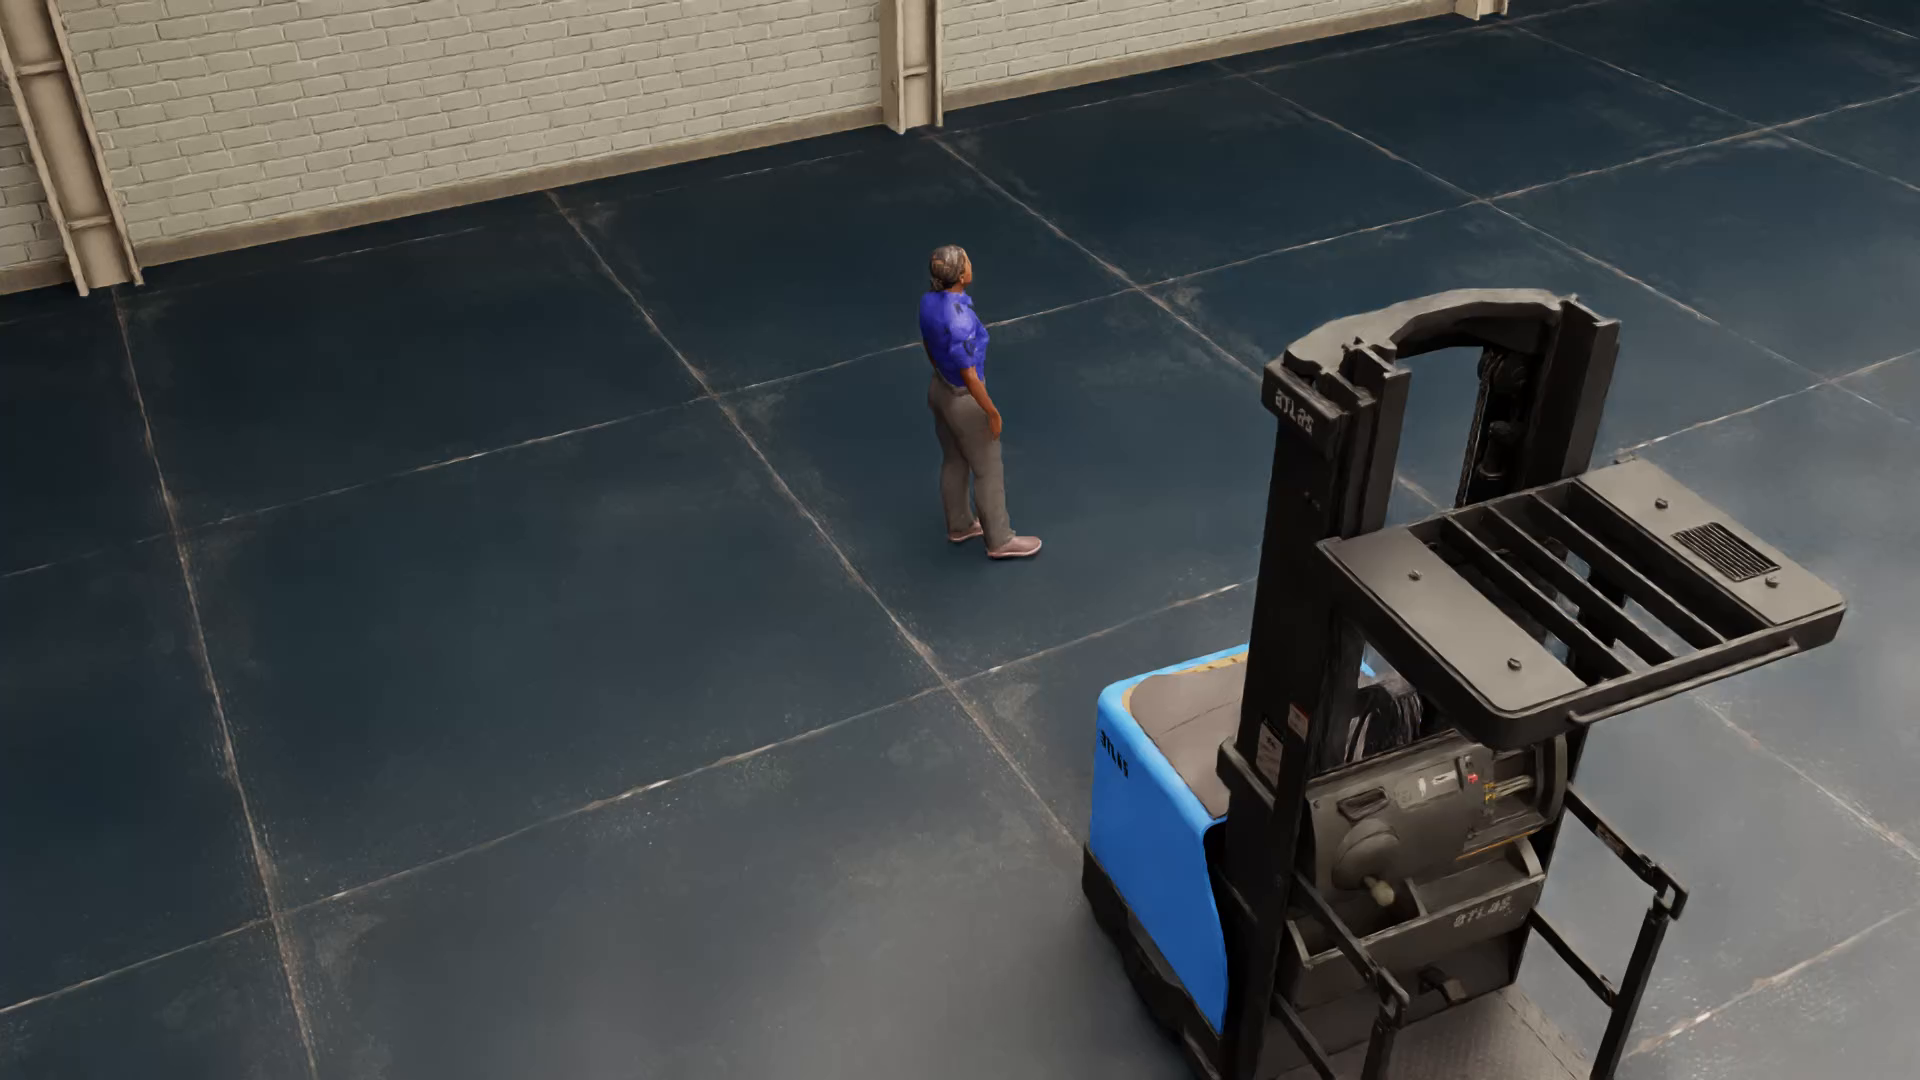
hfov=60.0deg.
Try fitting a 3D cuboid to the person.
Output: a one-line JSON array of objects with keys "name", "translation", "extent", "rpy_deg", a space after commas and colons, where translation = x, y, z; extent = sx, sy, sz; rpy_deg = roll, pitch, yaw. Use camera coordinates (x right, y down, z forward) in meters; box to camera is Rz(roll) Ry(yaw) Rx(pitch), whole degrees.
[{"name": "person", "translation": [0.087, -0.695, 8.200], "extent": [0.503, 1.654, 0.570], "rpy_deg": [-17, 39, -23]}]

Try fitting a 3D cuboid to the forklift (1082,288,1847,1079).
[{"name": "forklift", "translation": [1.542, 0.879, 4.879], "extent": [1.130, 2.935, 3.031], "rpy_deg": [-14, 38, -19]}]
